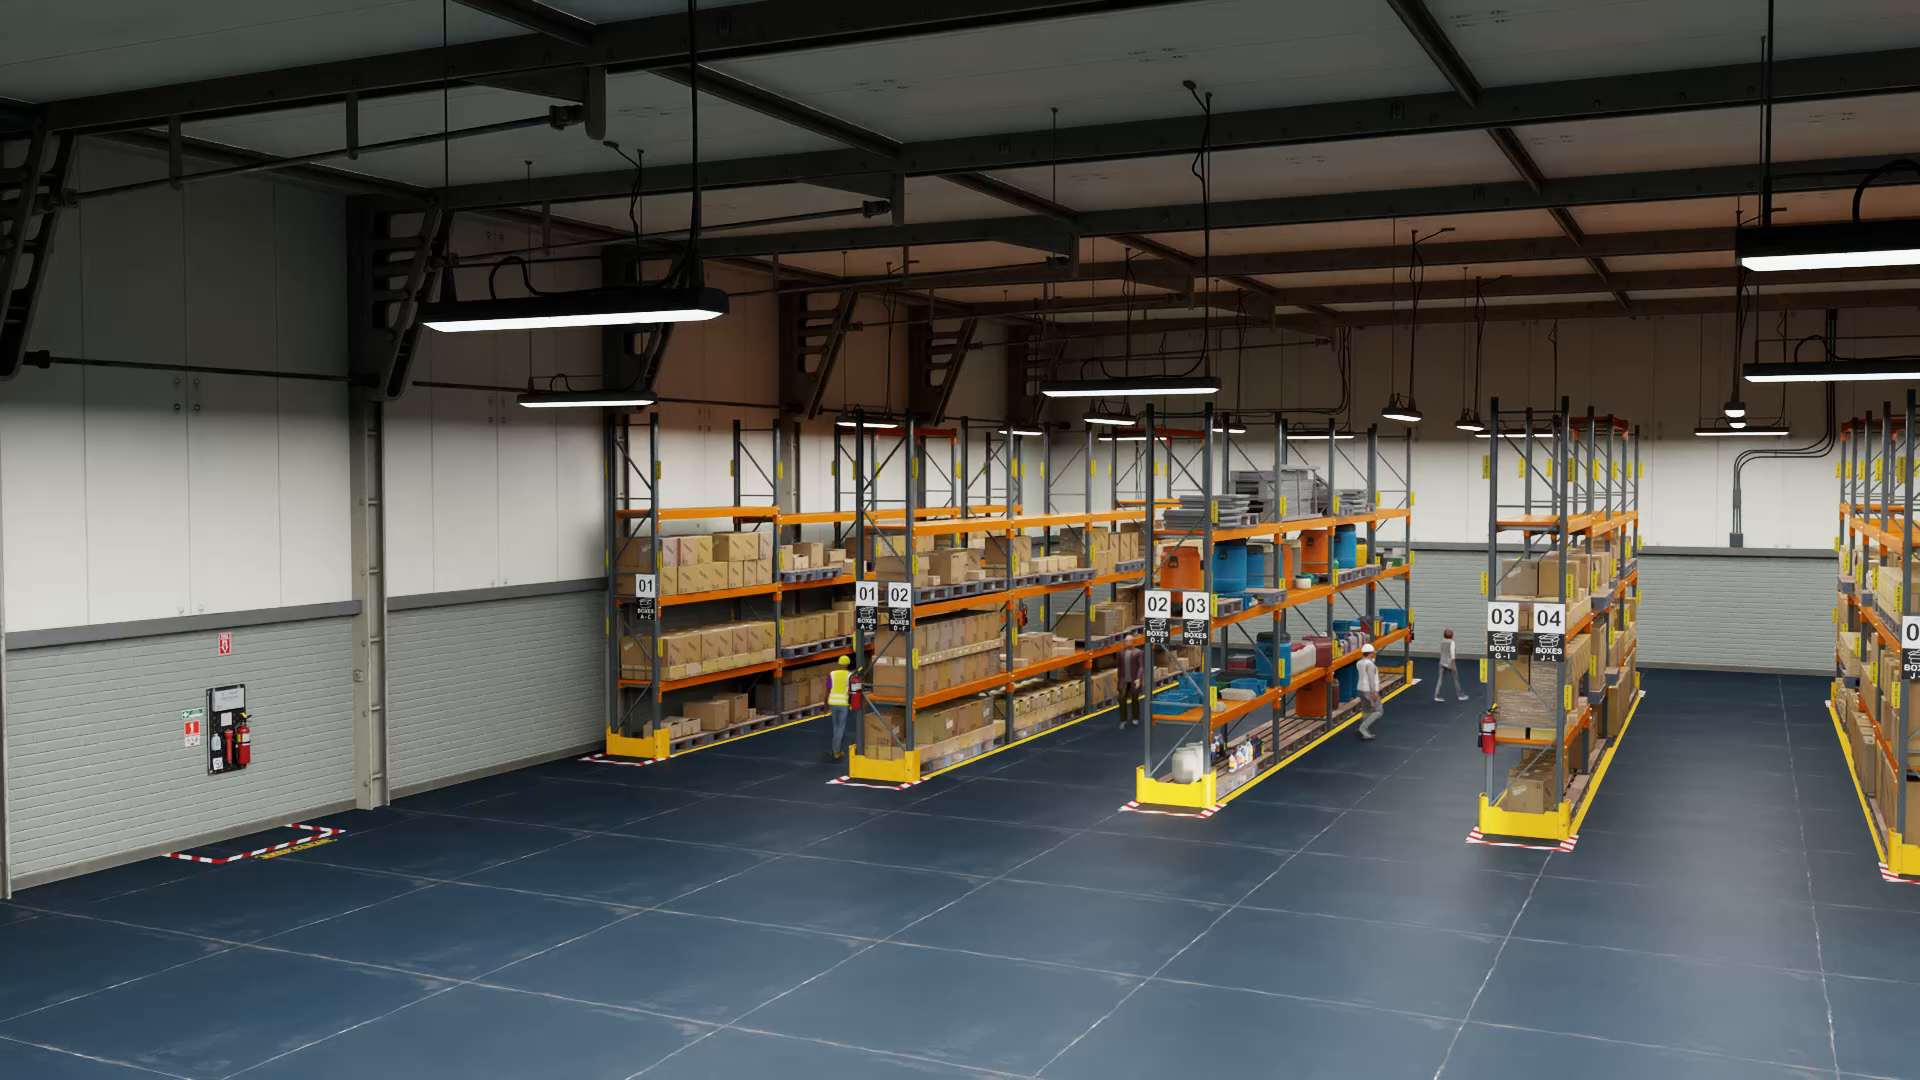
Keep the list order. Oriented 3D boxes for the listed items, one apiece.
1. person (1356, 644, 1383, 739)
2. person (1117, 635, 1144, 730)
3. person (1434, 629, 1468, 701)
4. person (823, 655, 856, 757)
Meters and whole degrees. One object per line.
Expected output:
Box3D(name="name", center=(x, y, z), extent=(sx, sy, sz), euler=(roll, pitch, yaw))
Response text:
Box3D(name="person", center=(7.554, 2.823, 30.934), extent=(0.484, 1.766, 0.635), euler=(-1, 2, -16))
Box3D(name="person", center=(3.278, 2.773, 32.310), extent=(0.597, 1.836, 0.627), euler=(1, 3, 24))
Box3D(name="person", center=(10.569, 2.693, 35.902), extent=(0.895, 1.553, 0.447), euler=(-2, 3, -43))
Box3D(name="person", center=(-2.066, 2.924, 29.013), extent=(0.597, 1.809, 0.602), euler=(1, 3, 17))
